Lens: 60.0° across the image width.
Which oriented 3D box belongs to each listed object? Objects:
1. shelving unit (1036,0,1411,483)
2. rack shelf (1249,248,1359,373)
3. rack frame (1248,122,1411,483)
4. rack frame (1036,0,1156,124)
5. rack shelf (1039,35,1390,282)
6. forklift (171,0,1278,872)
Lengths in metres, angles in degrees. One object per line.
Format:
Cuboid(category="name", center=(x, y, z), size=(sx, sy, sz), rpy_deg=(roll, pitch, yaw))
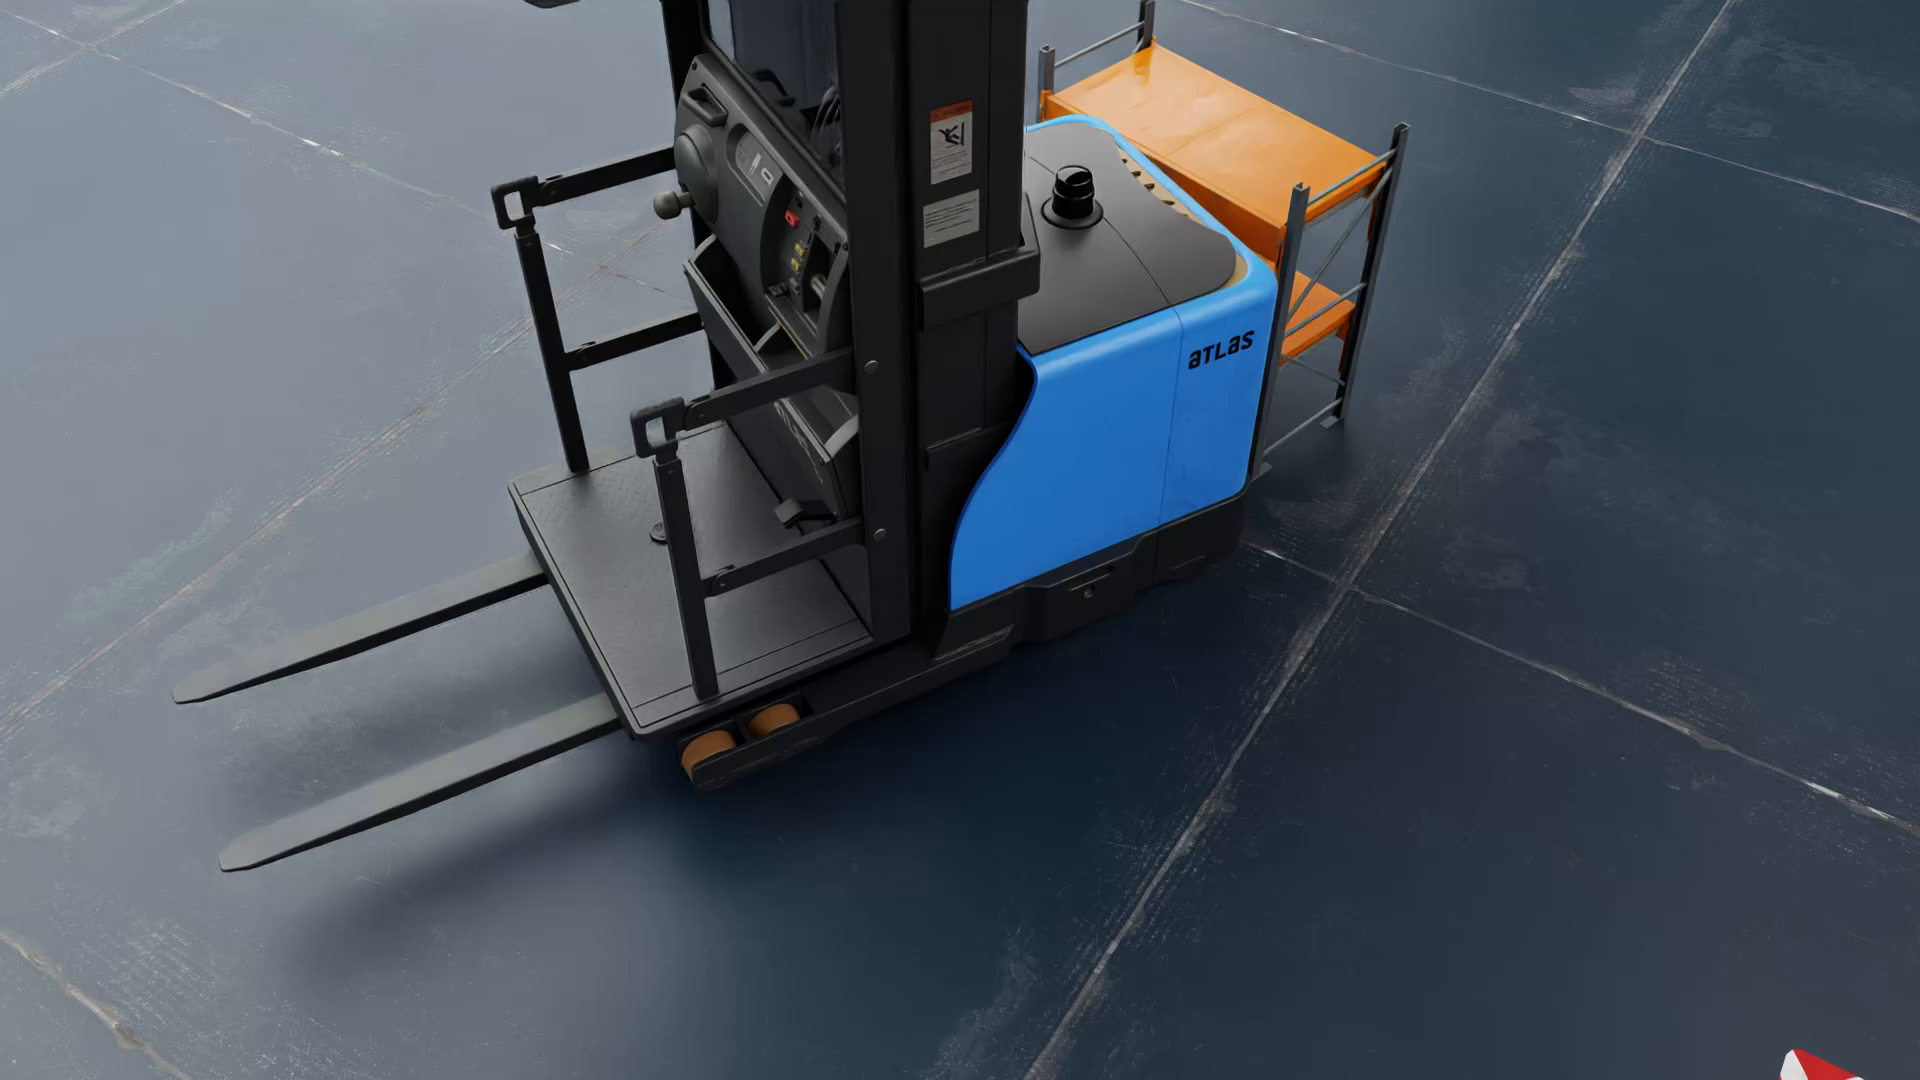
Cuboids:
Cuboid(category="shelving unit", center=(0.781, -0.976, 5.414), size=(0.538, 1.125, 1.048), rpy_deg=(-33, 54, -28))
Cuboid(category="rack shelf", center=(0.781, -0.805, 5.589), size=(0.538, 0.278, 1.000), rpy_deg=(-33, 54, -28))
Cuboid(category="rack frame", center=(1.123, -0.706, 5.151), size=(0.500, 1.125, 0.032), rpy_deg=(-33, 54, -28))
Cuboid(category="rack frame", center=(0.439, -1.246, 5.676), size=(0.500, 1.125, 0.032), rpy_deg=(-33, 54, -28))
Cuboid(category="rack shelf", center=(0.781, -1.180, 5.204), size=(0.538, 0.278, 1.000), rpy_deg=(-33, 54, -28))
Cuboid(category="forklift", center=(-0.669, -0.772, 3.956), size=(3.031, 2.935, 1.130), rpy_deg=(-21, 50, -20))
